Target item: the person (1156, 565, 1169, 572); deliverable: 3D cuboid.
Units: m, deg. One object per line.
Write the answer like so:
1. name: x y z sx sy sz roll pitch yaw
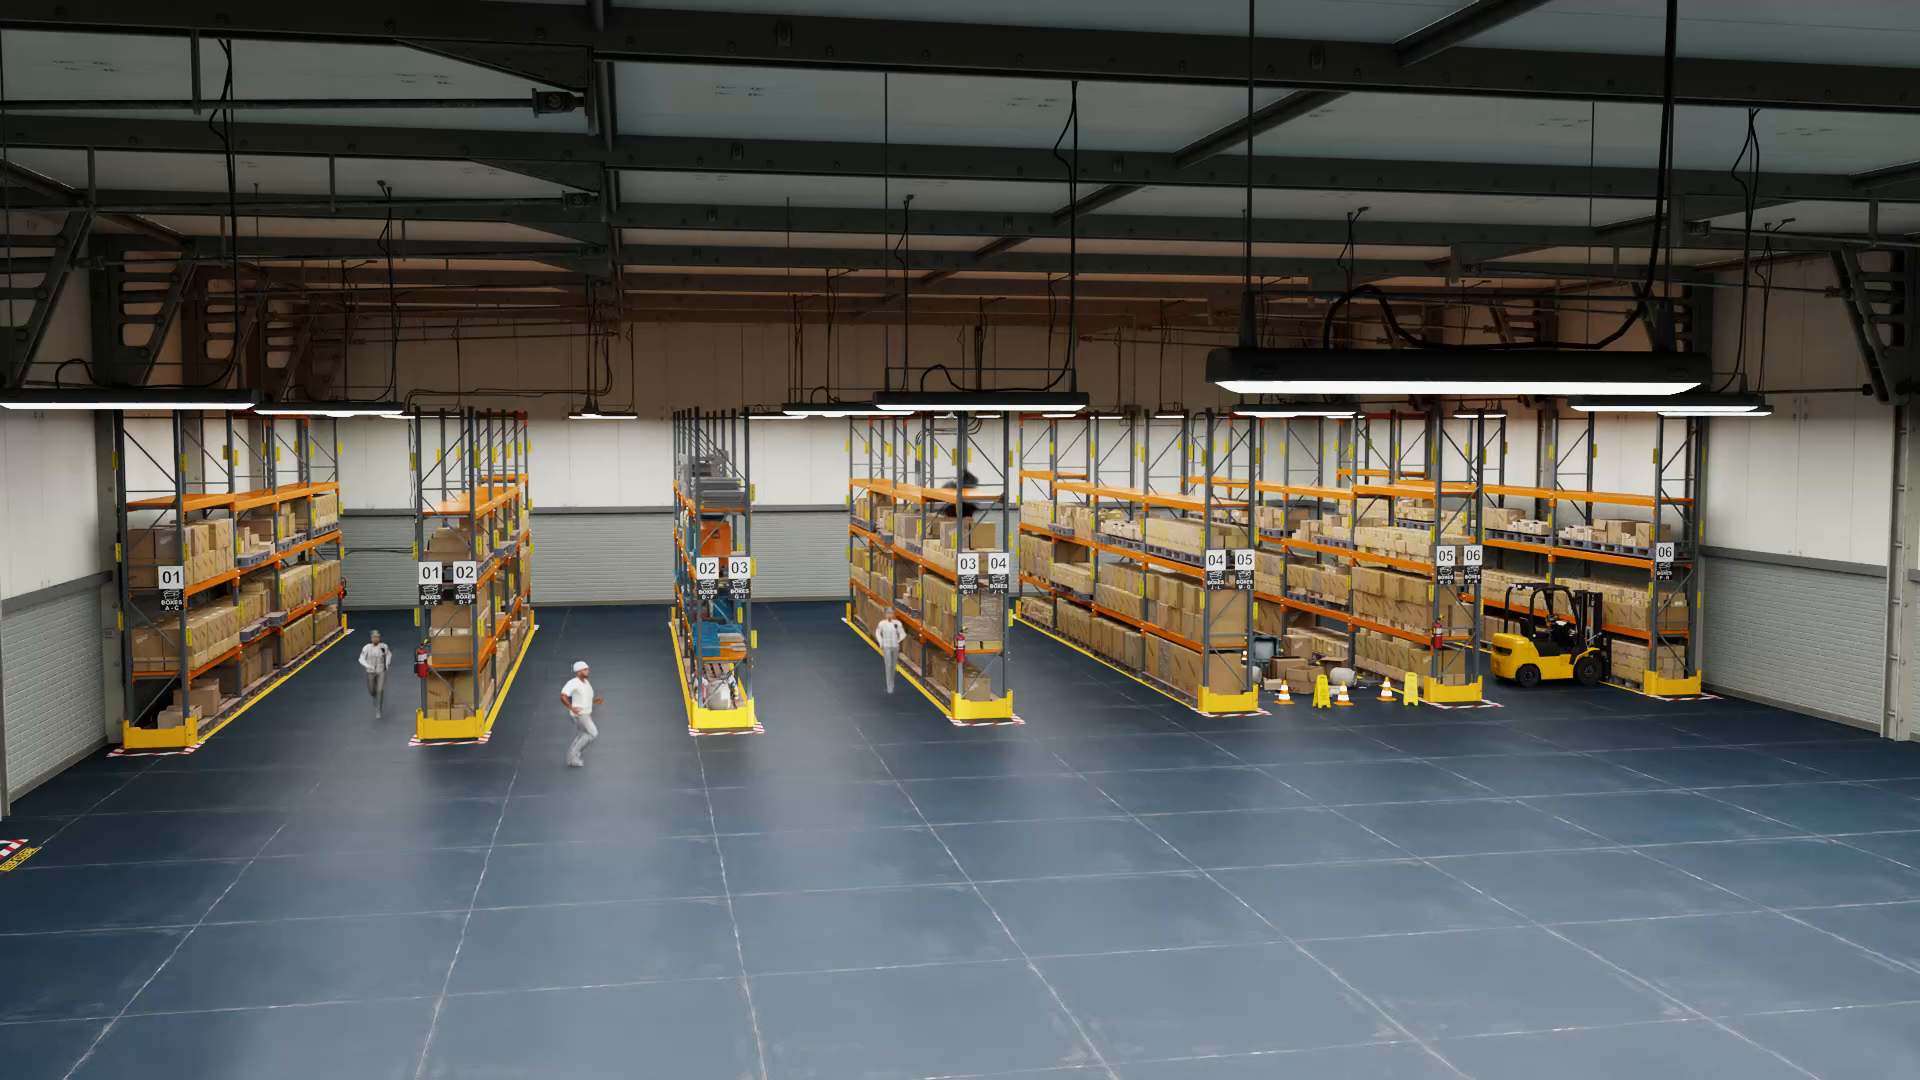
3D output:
1. person: 6.186 1.242 50.734 0.754 1.808 0.702 0 4 -5

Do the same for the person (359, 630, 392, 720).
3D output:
1. person: -11.392 2.590 32.403 0.584 1.702 1.092 -1 4 -14

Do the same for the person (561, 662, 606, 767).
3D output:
1. person: -6.245 2.885 27.587 0.654 1.742 0.675 0 4 6

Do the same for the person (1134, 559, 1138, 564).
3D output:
1. person: 5.331 1.329 50.546 0.769 1.655 0.607 -2 4 -22

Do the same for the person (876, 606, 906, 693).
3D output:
1. person: -1.396 2.188 33.647 0.608 1.719 0.762 -1 4 -7
